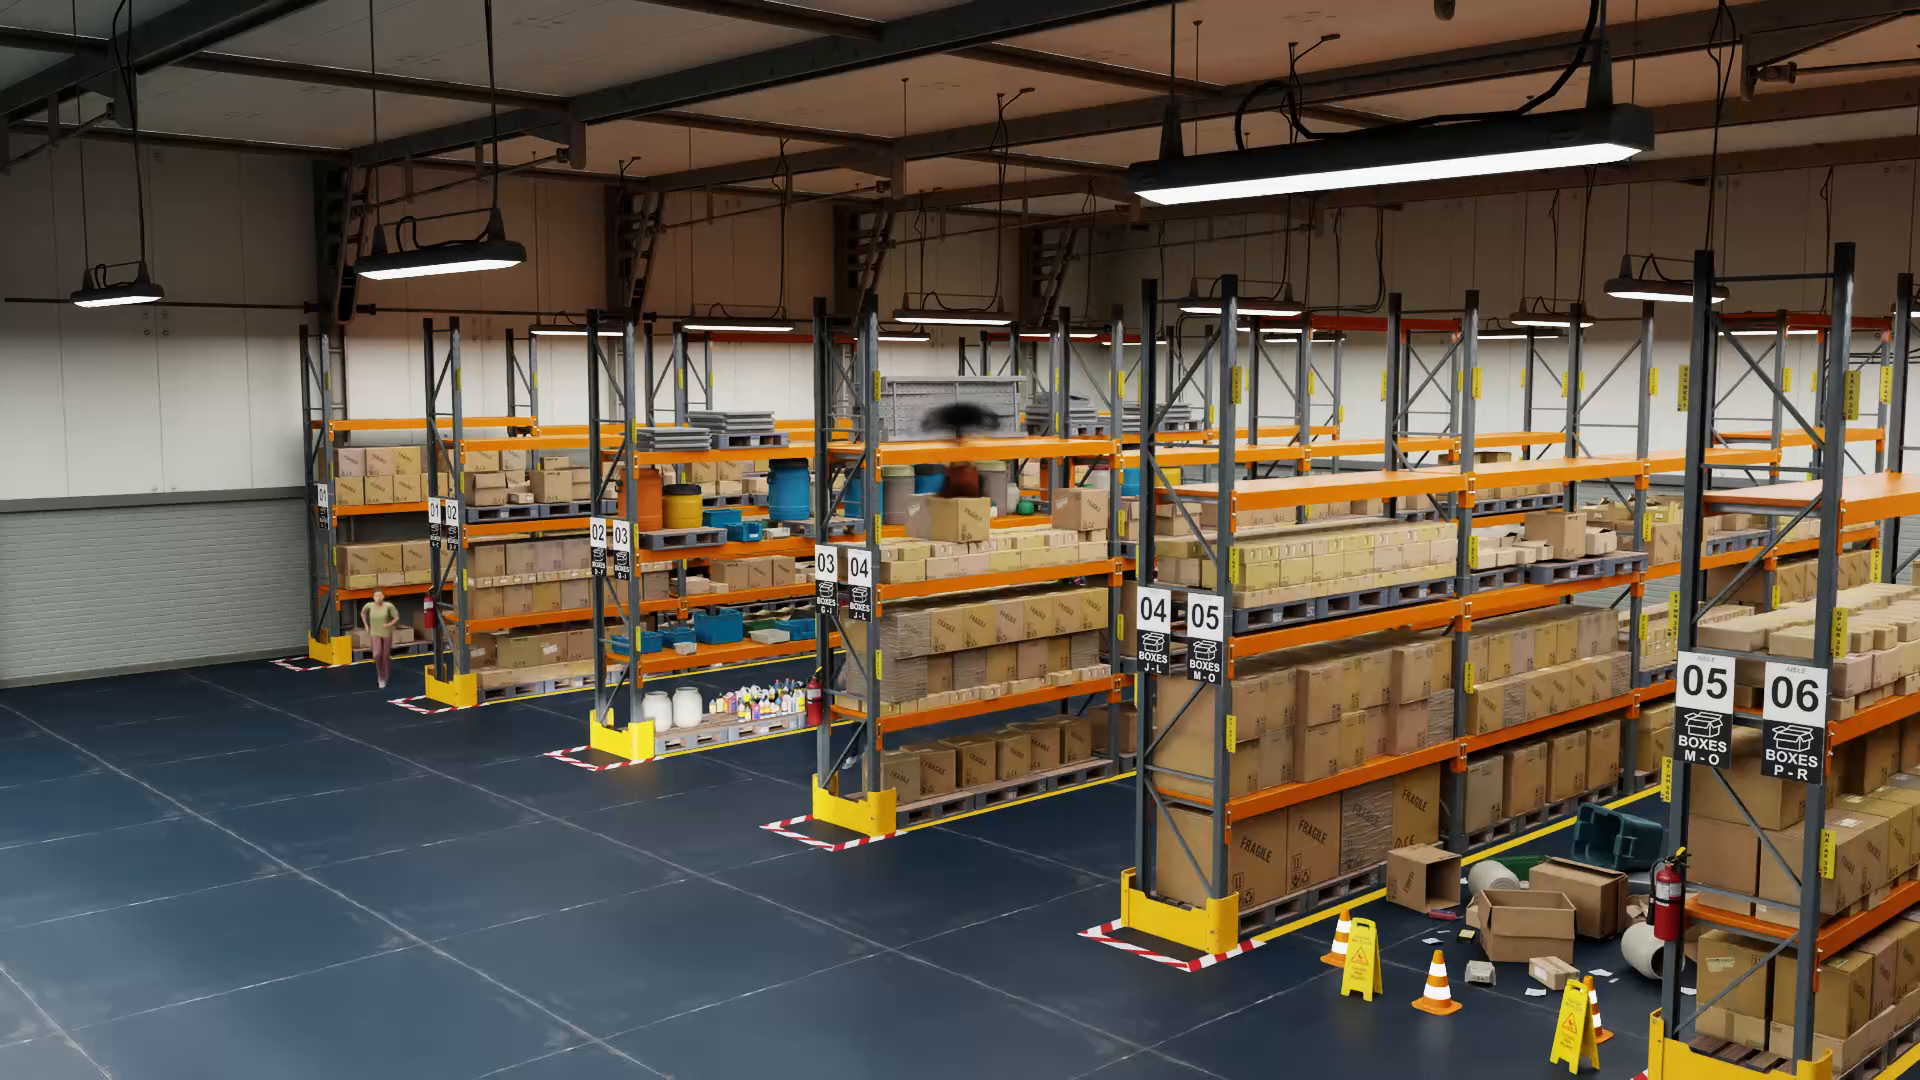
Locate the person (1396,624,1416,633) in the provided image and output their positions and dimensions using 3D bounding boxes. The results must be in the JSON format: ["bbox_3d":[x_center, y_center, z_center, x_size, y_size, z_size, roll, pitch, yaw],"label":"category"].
[{"bbox_3d":[6.318,1.928,23.502,0.712,1.753,1.000,3,7,31],"label":"person"}]

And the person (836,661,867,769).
[{"bbox_3d":[-1.332,2.143,21.911,0.507,1.621,0.822,4,7,33],"label":"person"}]

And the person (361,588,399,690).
[{"bbox_3d":[-9.553,1.596,27.459,0.605,1.669,0.873,-2,6,-15],"label":"person"}]
